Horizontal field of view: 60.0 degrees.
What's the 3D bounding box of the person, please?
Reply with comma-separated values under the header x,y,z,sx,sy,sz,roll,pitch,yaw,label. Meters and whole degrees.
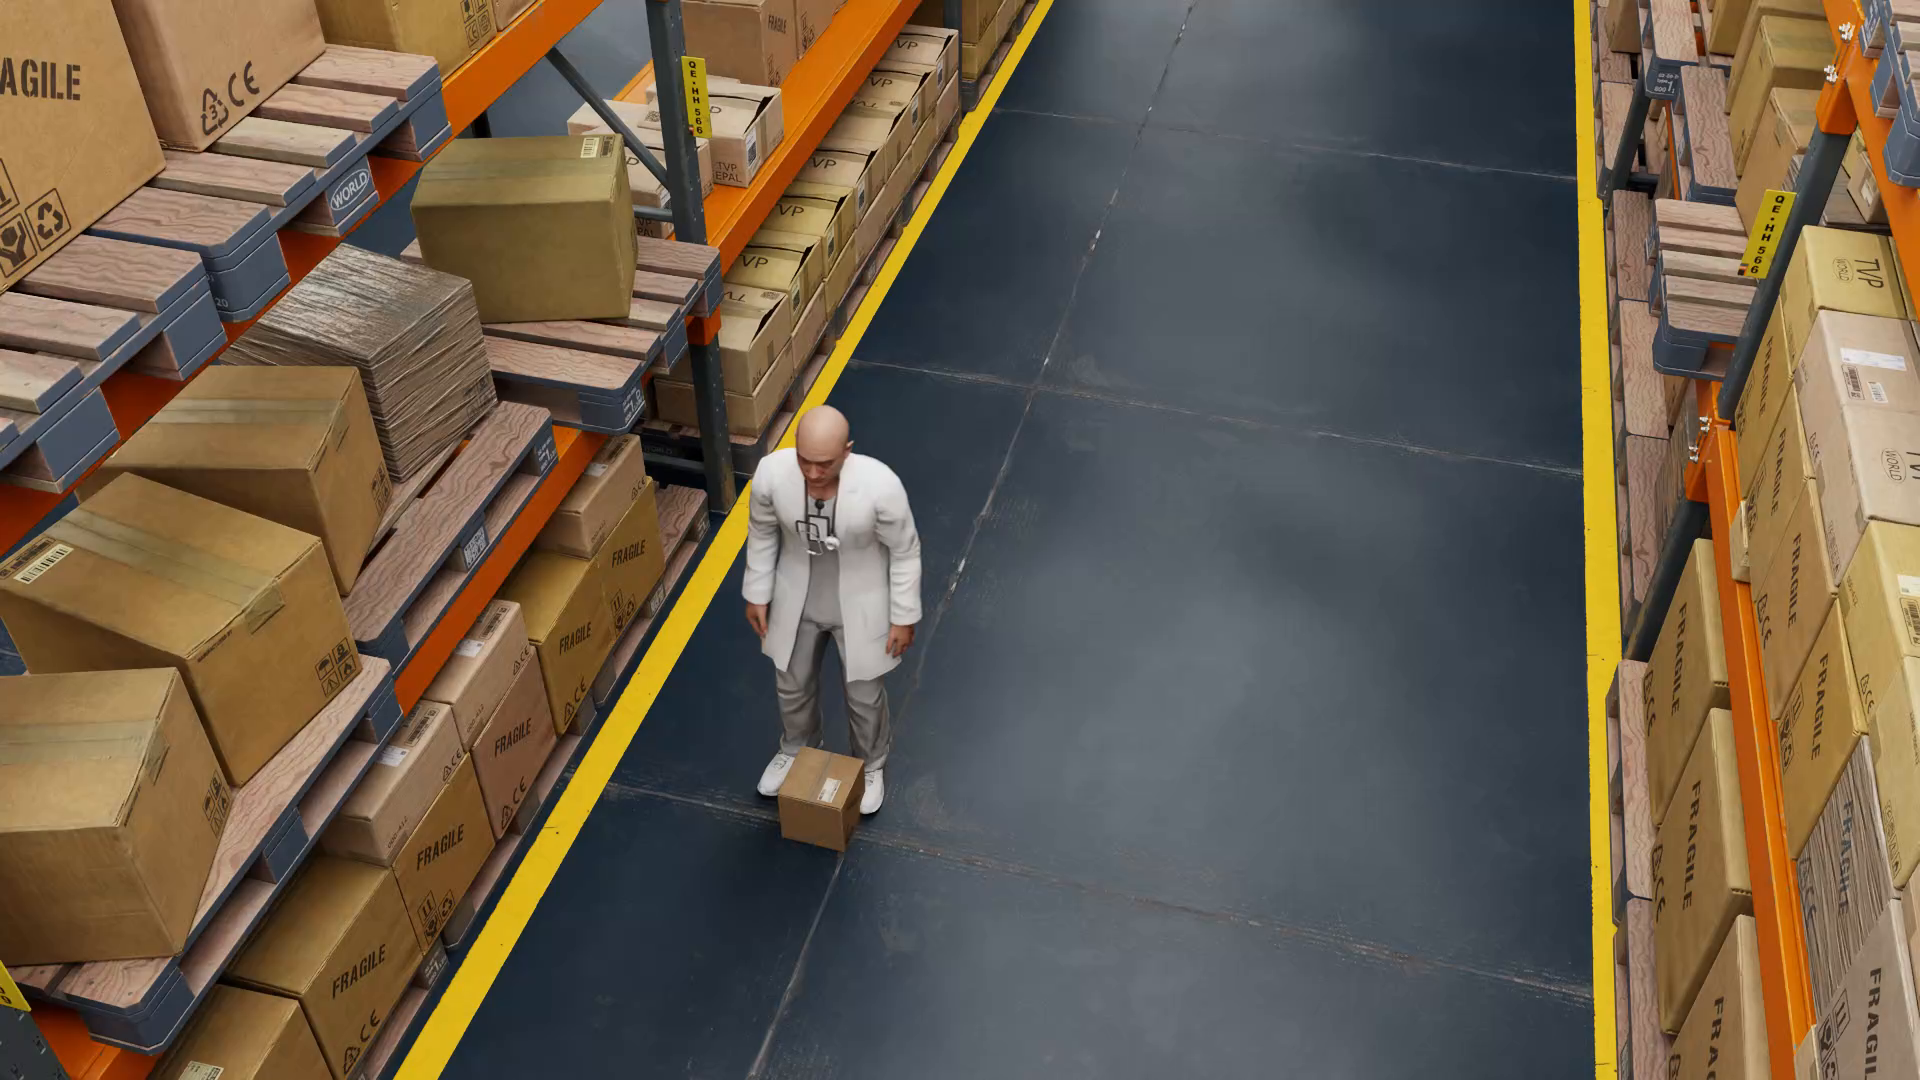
x,y,z,sx,sy,sz,roll,pitch,yaw,label
-0.451,0.233,5.896,0.656,1.774,0.416,9,41,10,person
